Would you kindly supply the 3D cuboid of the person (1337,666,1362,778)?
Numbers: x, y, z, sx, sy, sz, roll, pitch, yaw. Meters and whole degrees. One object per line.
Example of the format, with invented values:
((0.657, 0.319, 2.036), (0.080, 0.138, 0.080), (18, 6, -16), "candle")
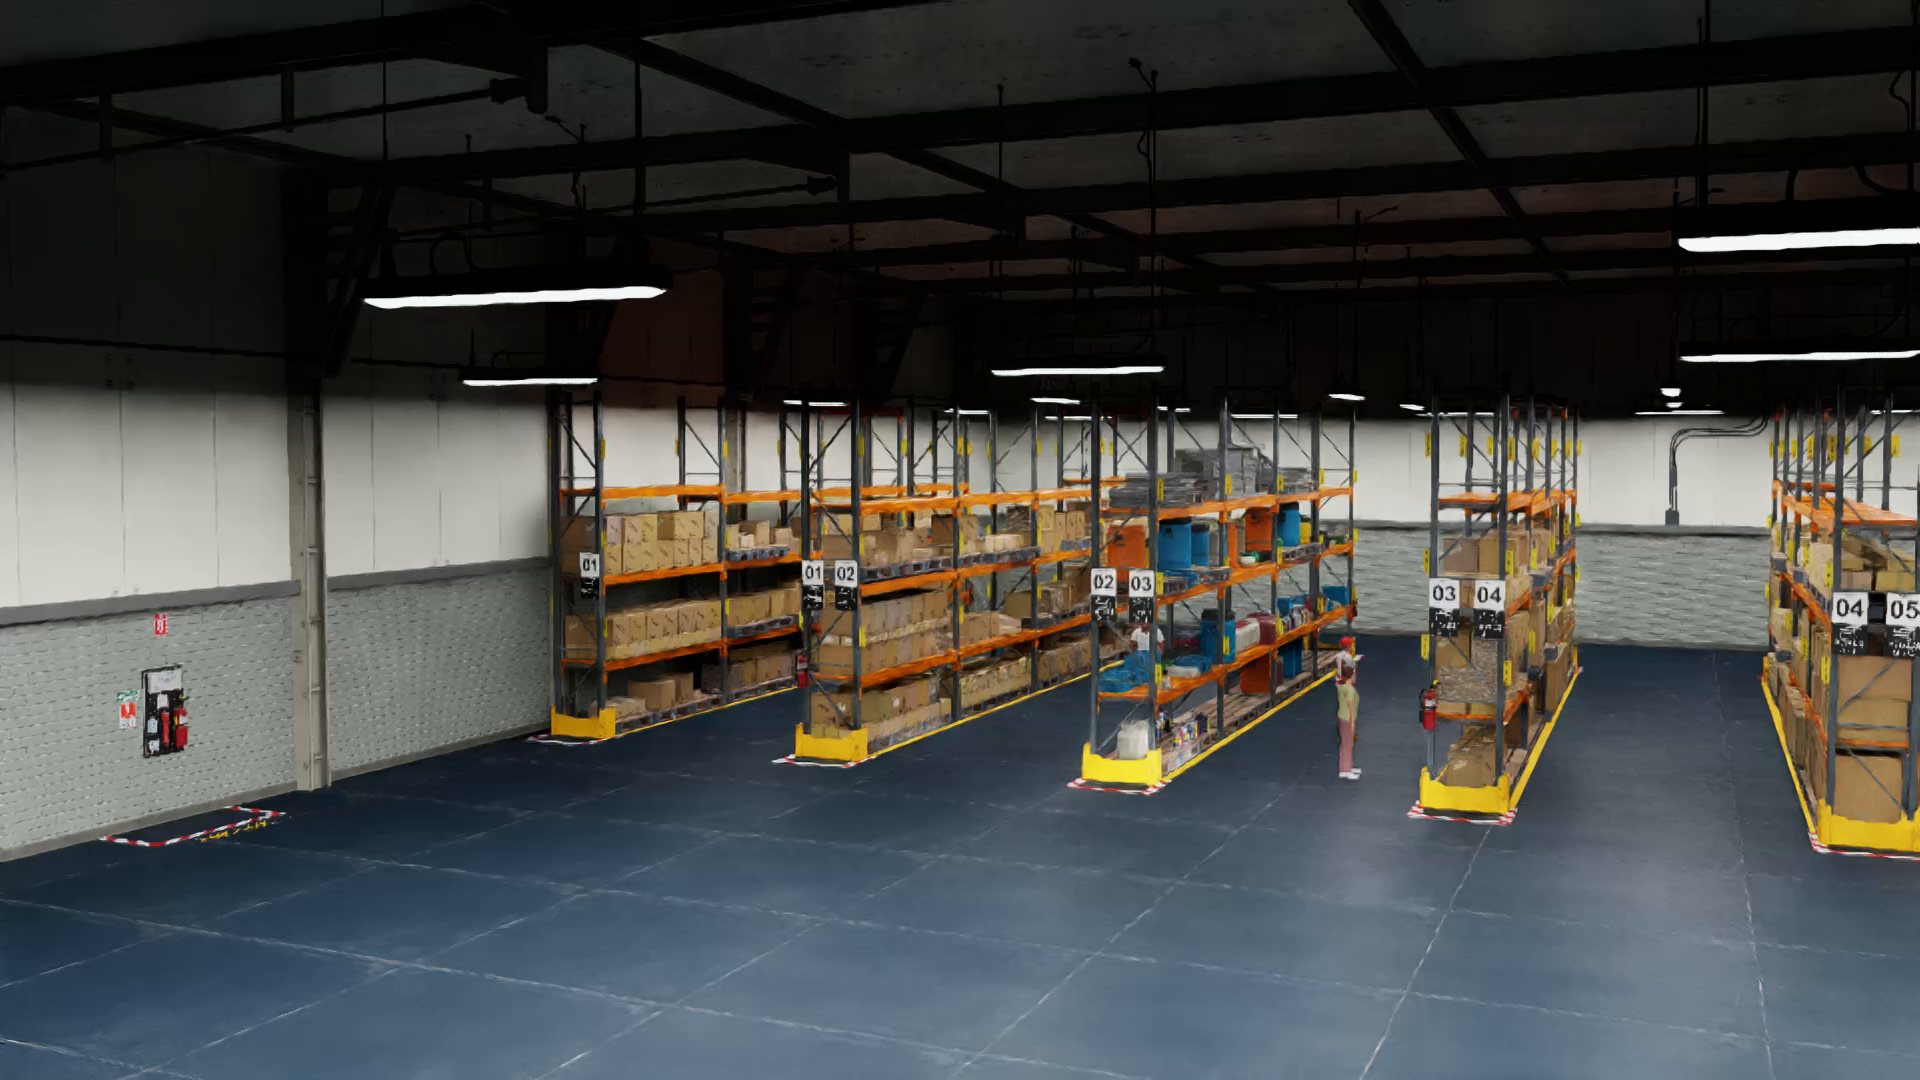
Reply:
((5.937, 2.756, 25.283), (0.432, 1.674, 0.499), (0, 3, -7), "person")

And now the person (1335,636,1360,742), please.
((6.624, 2.528, 28.342), (0.451, 1.781, 0.605), (0, 3, -5), "person")

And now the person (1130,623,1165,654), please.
((3.720, 2.324, 33.118), (0.719, 1.714, 0.578), (1, 3, 21), "person")
